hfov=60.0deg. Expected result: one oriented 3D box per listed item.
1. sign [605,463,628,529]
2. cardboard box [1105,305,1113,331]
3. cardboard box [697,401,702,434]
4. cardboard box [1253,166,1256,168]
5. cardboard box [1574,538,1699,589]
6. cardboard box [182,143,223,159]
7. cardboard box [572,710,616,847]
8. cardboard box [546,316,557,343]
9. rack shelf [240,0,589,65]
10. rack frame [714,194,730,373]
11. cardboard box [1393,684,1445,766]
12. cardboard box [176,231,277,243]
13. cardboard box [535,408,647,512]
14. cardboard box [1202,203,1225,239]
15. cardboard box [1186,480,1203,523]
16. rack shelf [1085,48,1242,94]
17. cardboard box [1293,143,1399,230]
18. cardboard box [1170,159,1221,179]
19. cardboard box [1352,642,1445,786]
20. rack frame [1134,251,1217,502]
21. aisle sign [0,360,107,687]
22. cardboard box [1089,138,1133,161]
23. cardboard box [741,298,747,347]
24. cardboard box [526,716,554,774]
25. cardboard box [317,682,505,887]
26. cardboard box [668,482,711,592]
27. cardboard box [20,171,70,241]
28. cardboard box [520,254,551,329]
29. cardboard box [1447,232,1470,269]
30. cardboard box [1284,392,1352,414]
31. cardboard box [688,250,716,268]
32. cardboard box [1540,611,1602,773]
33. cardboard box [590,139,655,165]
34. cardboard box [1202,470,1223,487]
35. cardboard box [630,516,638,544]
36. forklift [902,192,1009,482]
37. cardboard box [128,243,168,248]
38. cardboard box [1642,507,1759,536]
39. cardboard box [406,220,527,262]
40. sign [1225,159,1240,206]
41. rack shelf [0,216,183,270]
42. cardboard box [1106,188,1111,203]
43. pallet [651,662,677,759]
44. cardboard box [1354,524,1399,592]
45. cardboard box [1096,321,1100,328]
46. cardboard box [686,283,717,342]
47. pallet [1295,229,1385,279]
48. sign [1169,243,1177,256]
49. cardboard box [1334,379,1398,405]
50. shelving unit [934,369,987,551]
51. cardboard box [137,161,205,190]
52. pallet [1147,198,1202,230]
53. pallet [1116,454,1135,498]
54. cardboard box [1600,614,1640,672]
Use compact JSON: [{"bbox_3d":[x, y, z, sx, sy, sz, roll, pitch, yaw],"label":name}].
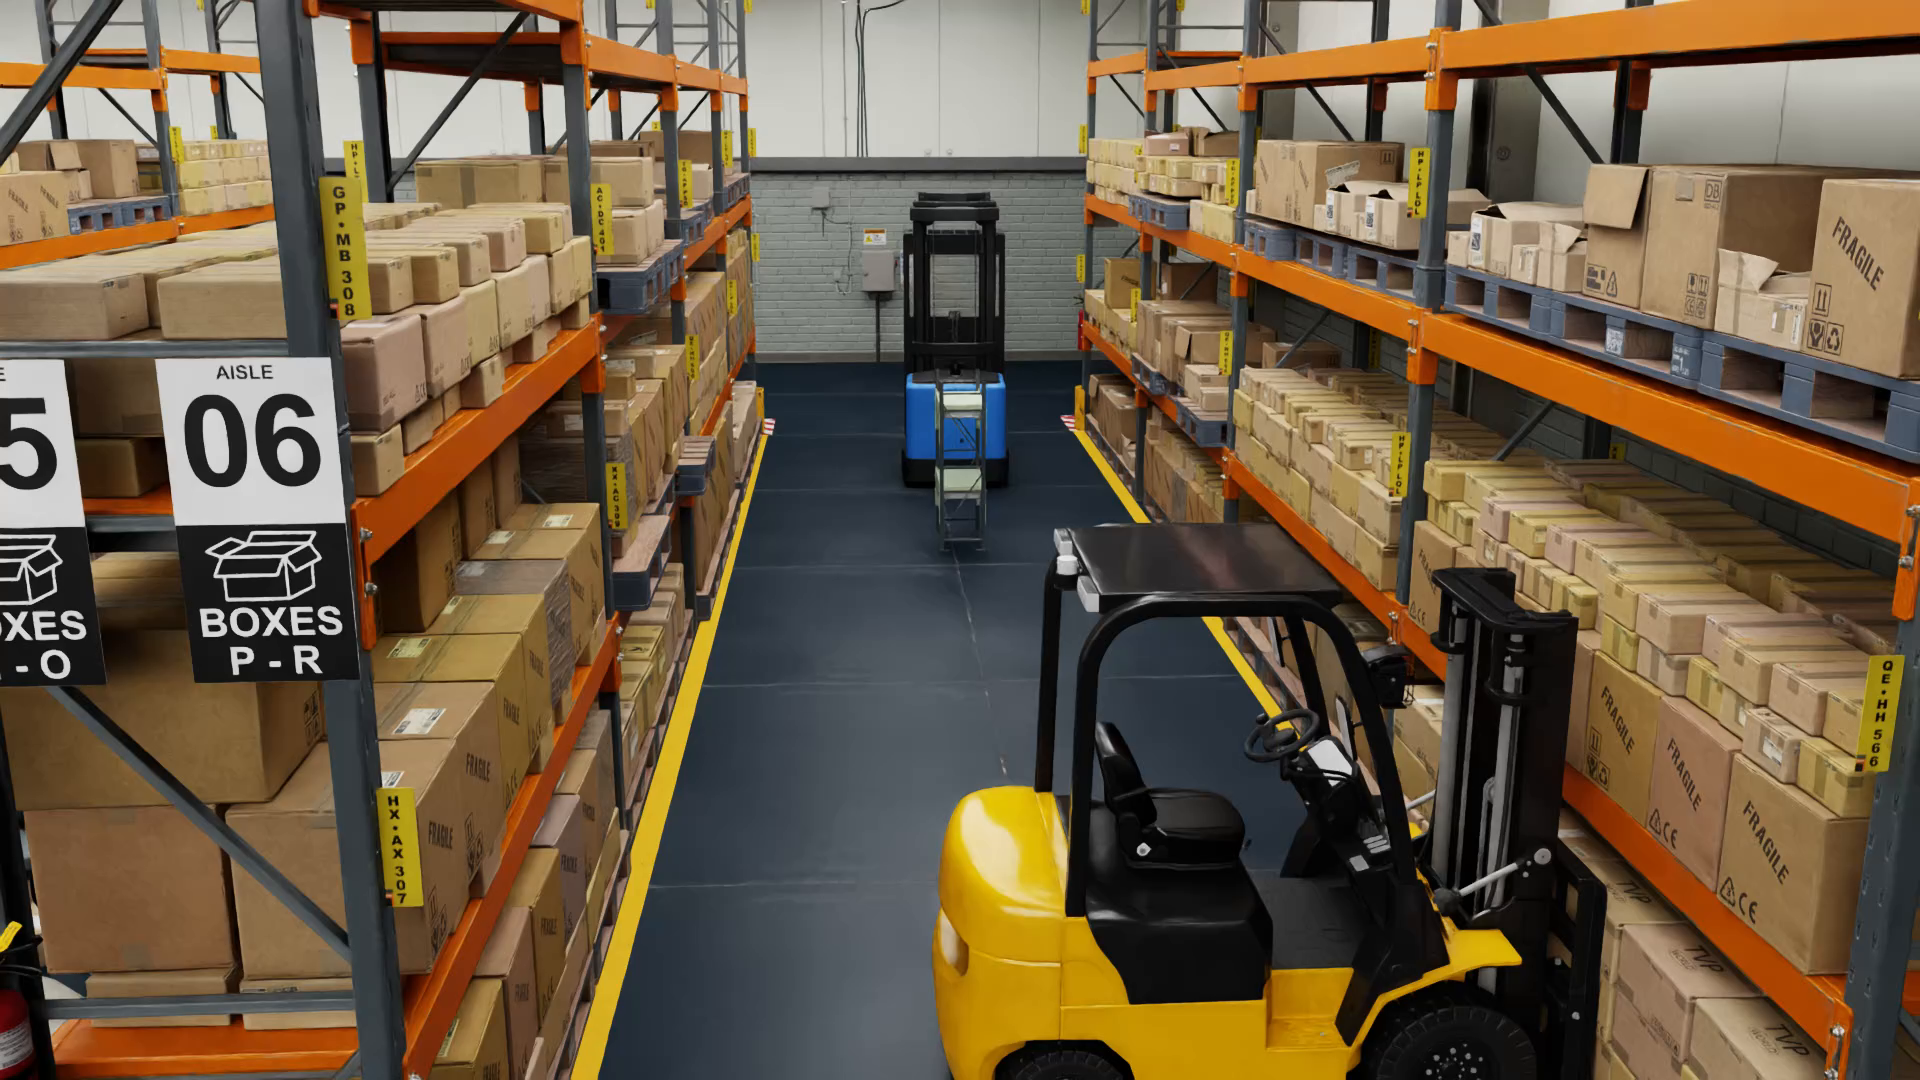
[{"bbox_3d":[-1.676,-0.214,8.102,0.100,0.325,0.005,-1,14,-3],"label":"sign"},{"bbox_3d":[1.872,-2.423,18.127,0.500,0.250,0.500,-1,14,-5],"label":"cardboard box"},{"bbox_3d":[-2.293,-0.960,13.038,0.500,0.250,0.500,-1,14,-5],"label":"cardboard box"},{"bbox_3d":[2.262,-2.722,12.471,0.380,0.149,0.250,-1,14,-5],"label":"cardboard box"},{"bbox_3d":[2.653,0.096,6.535,0.380,0.149,0.250,-1,14,-3],"label":"cardboard box"},{"bbox_3d":[-7.486,-3.823,16.344,0.380,0.149,0.250,-1,14,-5],"label":"cardboard box"},{"bbox_3d":[-1.912,1.123,7.811,0.500,0.500,0.500,-1,14,-4],"label":"cardboard box"},{"bbox_3d":[-1.925,-0.915,7.046,0.380,0.149,0.250,-1,14,-3],"label":"cardboard box"},{"bbox_3d":[-2.093,-1.843,5.579,1.077,0.370,4.000,-1,14,-3],"label":"rack shelf"},{"bbox_3d":[-2.713,-1.774,15.903,1.000,3.000,0.127,-1,14,-3],"label":"rack frame"},{"bbox_3d":[2.454,0.907,8.151,0.500,0.250,0.500,-1,14,-4],"label":"cardboard box"},{"bbox_3d":[-2.413,-0.968,5.651,0.380,0.149,0.250,-1,14,-2],"label":"cardboard box"},{"bbox_3d":[-1.991,-0.426,9.023,0.500,0.500,0.500,-1,14,-3],"label":"cardboard box"},{"bbox_3d":[2.183,-2.486,12.950,0.500,0.250,0.500,-1,14,-3],"label":"cardboard box"},{"bbox_3d":[2.193,-0.206,13.983,0.500,0.500,0.500,0,14,-1],"label":"cardboard box"},{"bbox_3d":[2.117,-4.905,17.480,1.077,0.370,4.000,-1,14,-3],"label":"rack shelf"},{"bbox_3d":[2.354,-2.173,10.188,0.500,0.500,0.500,-1,14,-2],"label":"cardboard box"},{"bbox_3d":[1.976,-3.116,13.960,0.380,0.149,0.250,-1,14,-3],"label":"cardboard box"},{"bbox_3d":[2.694,0.955,9.219,0.875,0.625,0.625,0,14,-1],"label":"cardboard box"},{"bbox_3d":[2.241,-1.852,16.204,1.000,3.000,0.127,-1,14,-3],"label":"rack frame"},{"bbox_3d":[-2.255,-0.029,3.902,0.394,0.787,0.004,-1,14,-3],"label":"aisle sign"},{"bbox_3d":[1.770,-4.499,19.172,0.500,0.250,0.500,-1,14,-4],"label":"cardboard box"},{"bbox_3d":[-2.564,-2.321,17.825,0.500,0.500,0.500,0,14,-2],"label":"cardboard box"},{"bbox_3d":[-1.788,0.792,6.431,0.380,0.149,0.250,-1,14,-3],"label":"cardboard box"},{"bbox_3d":[-1.757,0.767,5.229,0.500,0.500,0.500,0,14,-2],"label":"cardboard box"},{"bbox_3d":[-2.425,-0.127,12.921,0.875,0.875,0.875,-1,14,-4],"label":"cardboard box"},{"bbox_3d":[-7.243,-2.574,12.789,0.500,0.500,0.500,-1,14,-3],"label":"cardboard box"},{"bbox_3d":[-1.871,-0.951,6.385,0.500,0.250,0.500,-1,14,-4],"label":"cardboard box"},{"bbox_3d":[2.462,-1.329,7.612,0.380,0.149,0.250,-1,14,-2],"label":"cardboard box"},{"bbox_3d":[2.349,-0.879,10.921,0.380,0.149,0.250,-1,14,-3],"label":"cardboard box"},{"bbox_3d":[-2.473,-2.704,16.006,0.380,0.149,0.250,-1,14,-4],"label":"cardboard box"},{"bbox_3d":[2.595,0.584,6.535,0.500,0.500,0.500,-1,14,-3],"label":"cardboard box"},{"bbox_3d":[-2.947,-3.255,14.595,0.500,0.500,0.500,-1,14,-4],"label":"cardboard box"},{"bbox_3d":[2.215,-0.483,13.755,0.380,0.149,0.250,0,14,-2],"label":"cardboard box"},{"bbox_3d":[-1.942,-0.071,8.944,0.380,0.149,0.250,-1,14,-2],"label":"cardboard box"},{"bbox_3d":[-0.068,-2.324,18.177,1.130,2.935,3.031,0,14,-1],"label":"forklift"},{"bbox_3d":[-8.001,-2.718,16.767,0.500,0.500,0.500,-1,14,-2],"label":"cardboard box"},{"bbox_3d":[3.136,-0.039,7.060,0.380,0.149,0.250,-1,14,-4],"label":"cardboard box"},{"bbox_3d":[-1.832,-1.105,6.185,0.380,0.149,0.250,-1,14,-3],"label":"cardboard box"},{"bbox_3d":[1.947,-2.552,11.869,0.100,0.325,0.005,-1,14,-3],"label":"sign"},{"bbox_3d":[-7.523,-2.280,13.291,1.077,0.370,4.000,-1,14,-3],"label":"rack shelf"},{"bbox_3d":[1.779,-3.712,17.918,0.380,0.149,0.250,-1,14,-3],"label":"cardboard box"},{"bbox_3d":[-2.345,1.068,10.452,1.003,0.211,1.213,-1,14,-3],"label":"pallet"},{"bbox_3d":[2.445,0.089,8.961,0.500,0.250,0.500,-1,14,-2],"label":"cardboard box"},{"bbox_3d":[1.802,-2.577,19.525,0.380,0.149,0.250,-1,14,-2],"label":"cardboard box"},{"bbox_3d":[-2.383,-1.945,14.358,0.500,0.500,0.500,0,14,-2],"label":"cardboard box"},{"bbox_3d":[2.693,-1.773,10.256,1.003,0.211,1.213,0,14,-1],"label":"pallet"},{"bbox_3d":[2.549,-3.564,19.901,0.100,0.325,0.005,-1,14,-3],"label":"sign"},{"bbox_3d":[2.794,-1.013,11.442,0.380,0.149,0.250,-1,14,-3],"label":"cardboard box"},{"bbox_3d":[0.000,-0.725,14.833,0.431,1.500,0.755,-1,14,-3],"label":"shelving unit"},{"bbox_3d":[-7.437,-3.418,15.570,0.500,0.250,0.500,0,14,-2],"label":"cardboard box"},{"bbox_3d":[2.279,-2.792,14.217,1.213,0.211,1.003,-1,14,-3],"label":"pallet"},{"bbox_3d":[2.200,-0.672,17.216,1.003,0.211,1.213,-1,14,-3],"label":"pallet"},{"bbox_3d":[2.580,0.369,6.069,0.380,0.149,0.250,-1,14,-3],"label":"cardboard box"}]
